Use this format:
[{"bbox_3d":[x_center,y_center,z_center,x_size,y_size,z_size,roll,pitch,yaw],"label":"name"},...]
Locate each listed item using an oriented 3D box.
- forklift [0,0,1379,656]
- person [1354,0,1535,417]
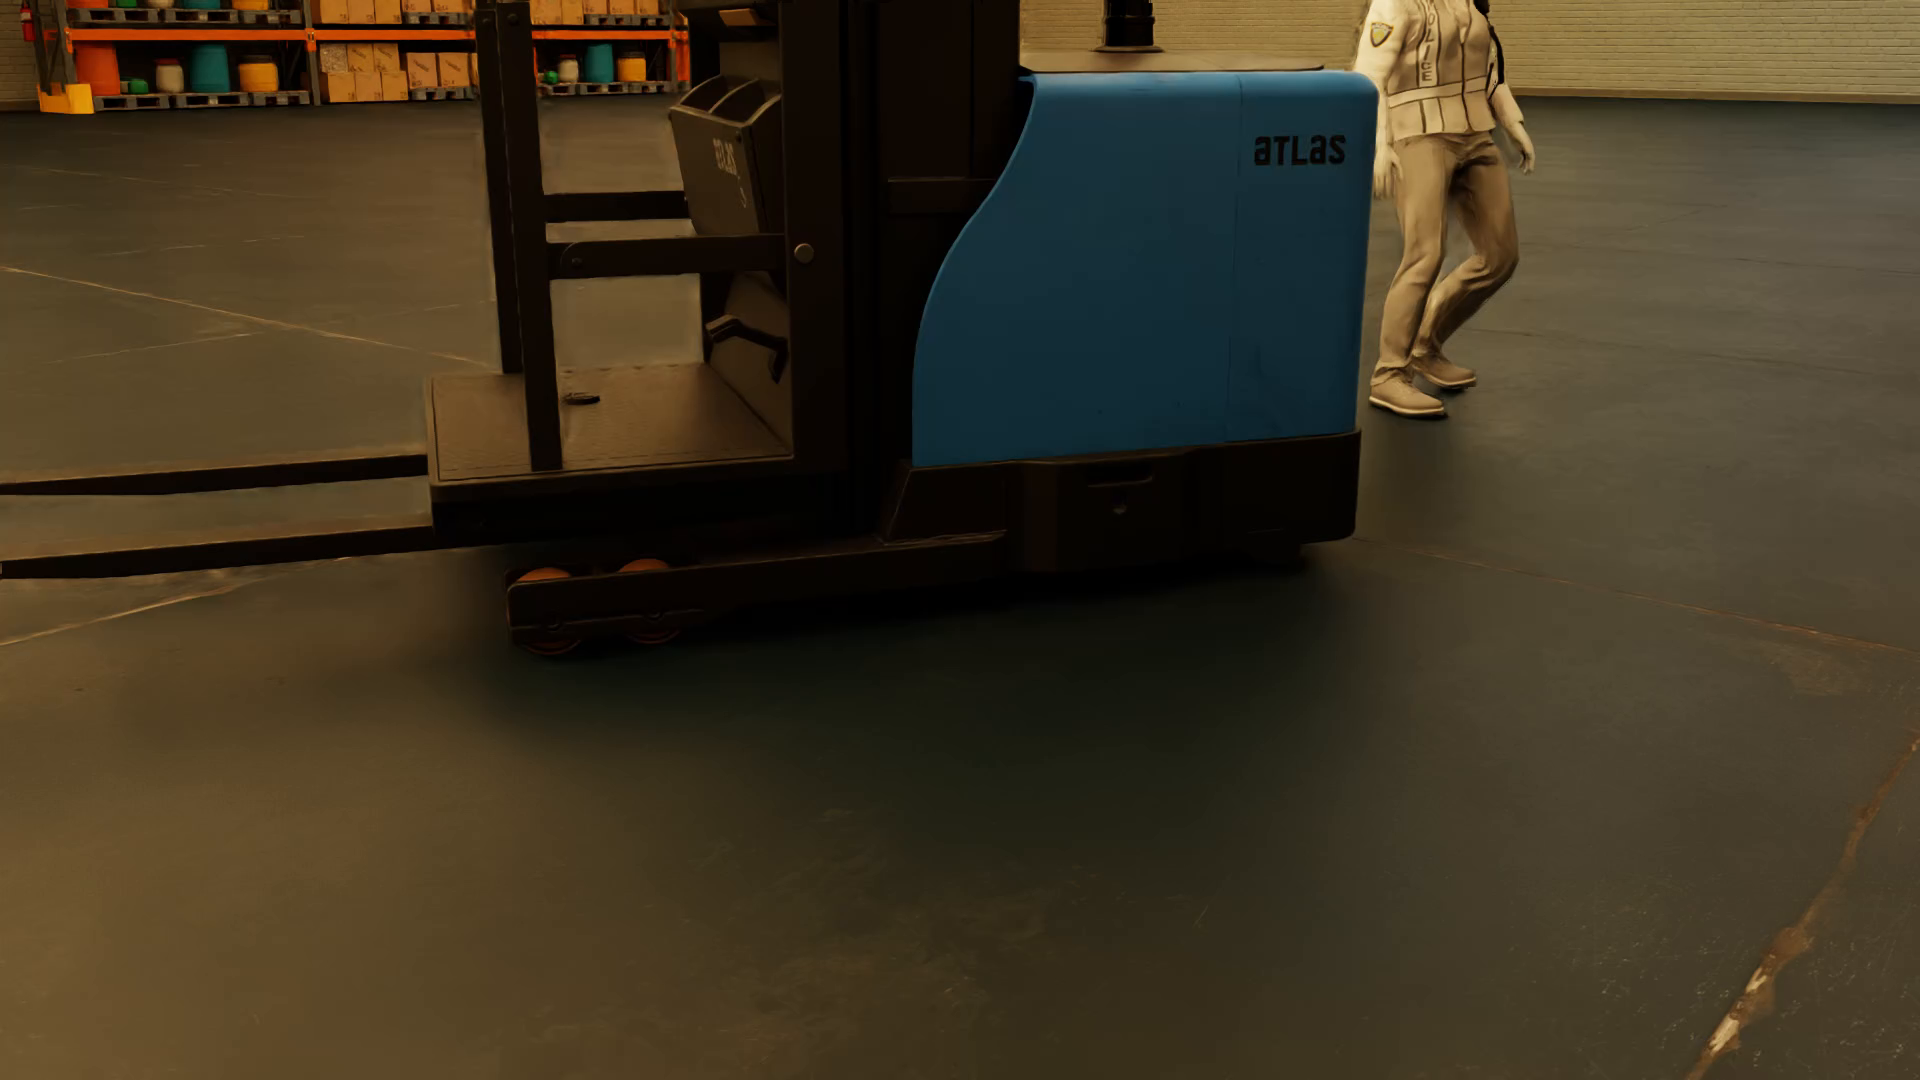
[{"bbox_3d":[-0.679,-1.351,3.348,3.031,2.935,1.130,-5,18,-17],"label":"forklift"},{"bbox_3d":[1.539,-1.248,5.259,0.682,1.613,0.558,-9,19,-28],"label":"person"}]
